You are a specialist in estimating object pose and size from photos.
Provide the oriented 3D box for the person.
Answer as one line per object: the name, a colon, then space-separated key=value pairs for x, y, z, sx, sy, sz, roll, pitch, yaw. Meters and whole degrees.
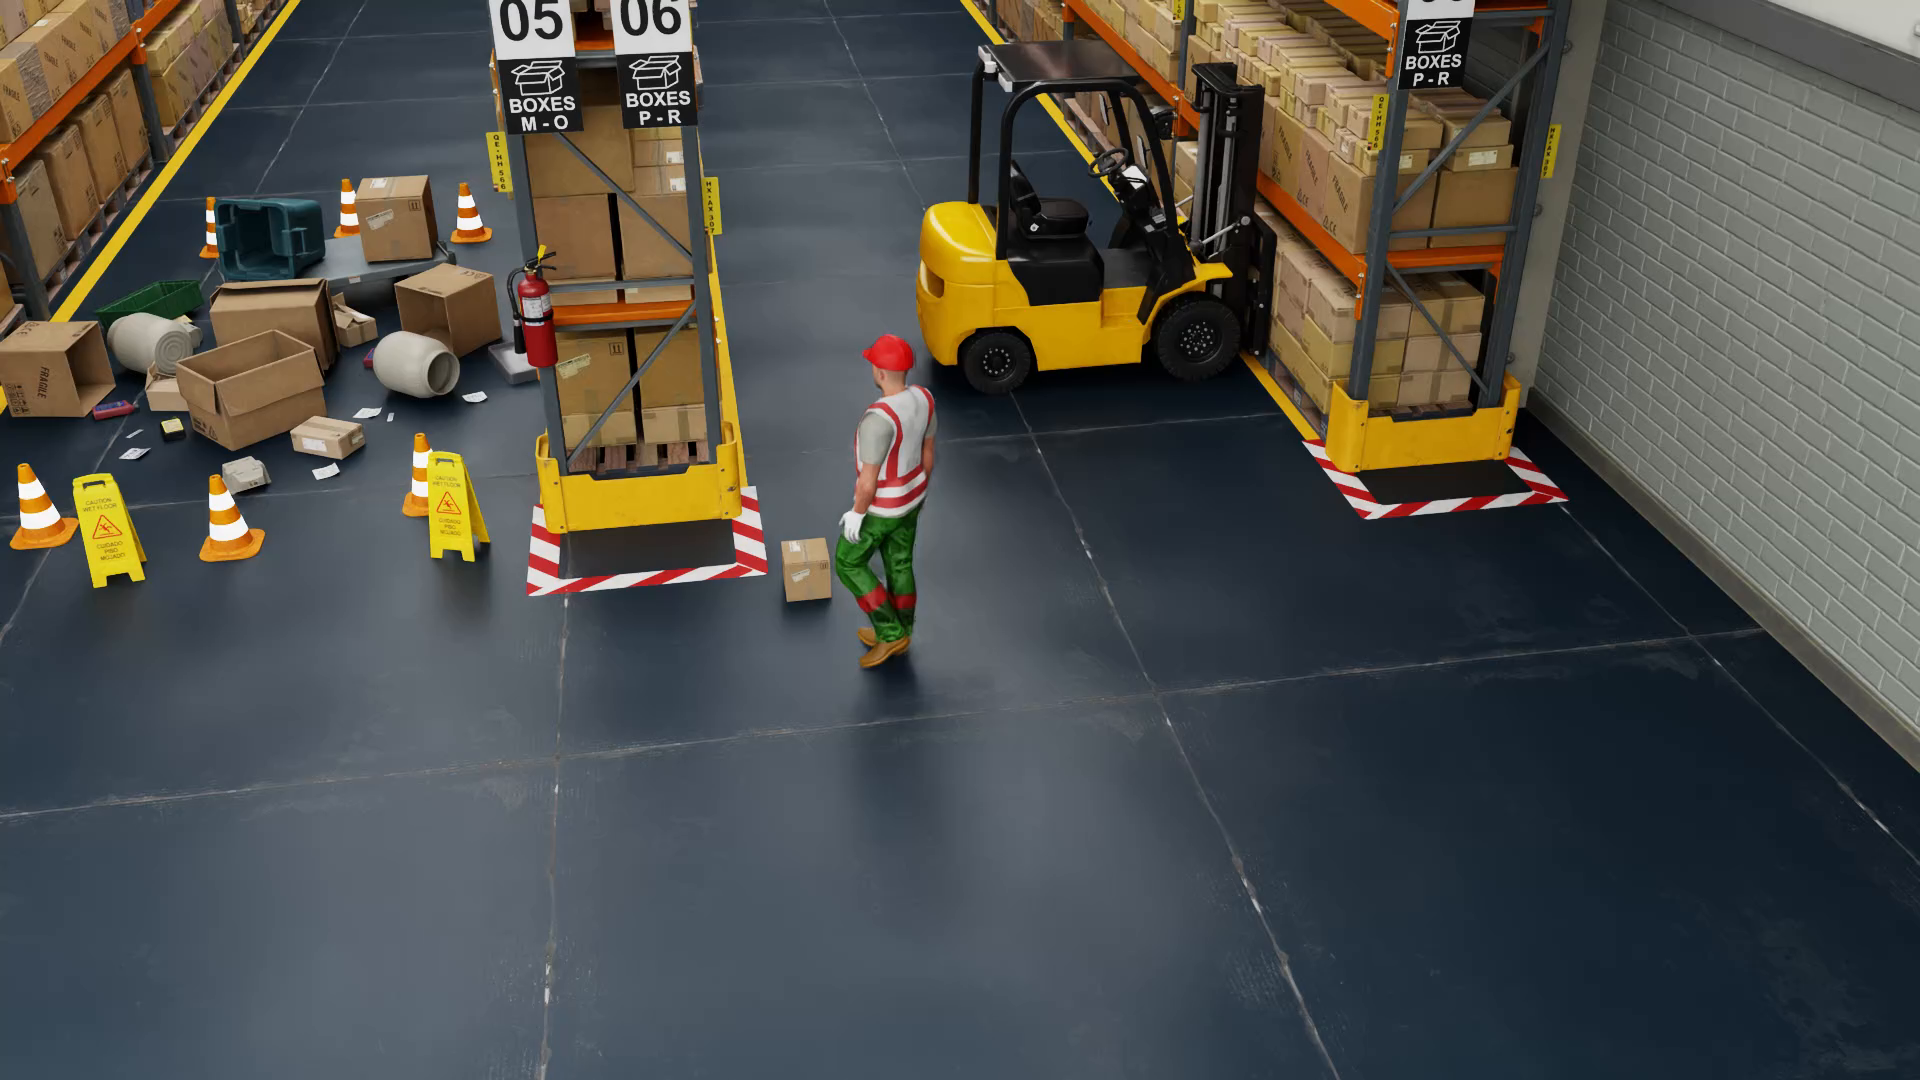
person: x=-0.386 y=-0.197 z=8.436 sx=0.416 sy=1.789 sz=0.559 roll=18 pitch=35 yaw=27
